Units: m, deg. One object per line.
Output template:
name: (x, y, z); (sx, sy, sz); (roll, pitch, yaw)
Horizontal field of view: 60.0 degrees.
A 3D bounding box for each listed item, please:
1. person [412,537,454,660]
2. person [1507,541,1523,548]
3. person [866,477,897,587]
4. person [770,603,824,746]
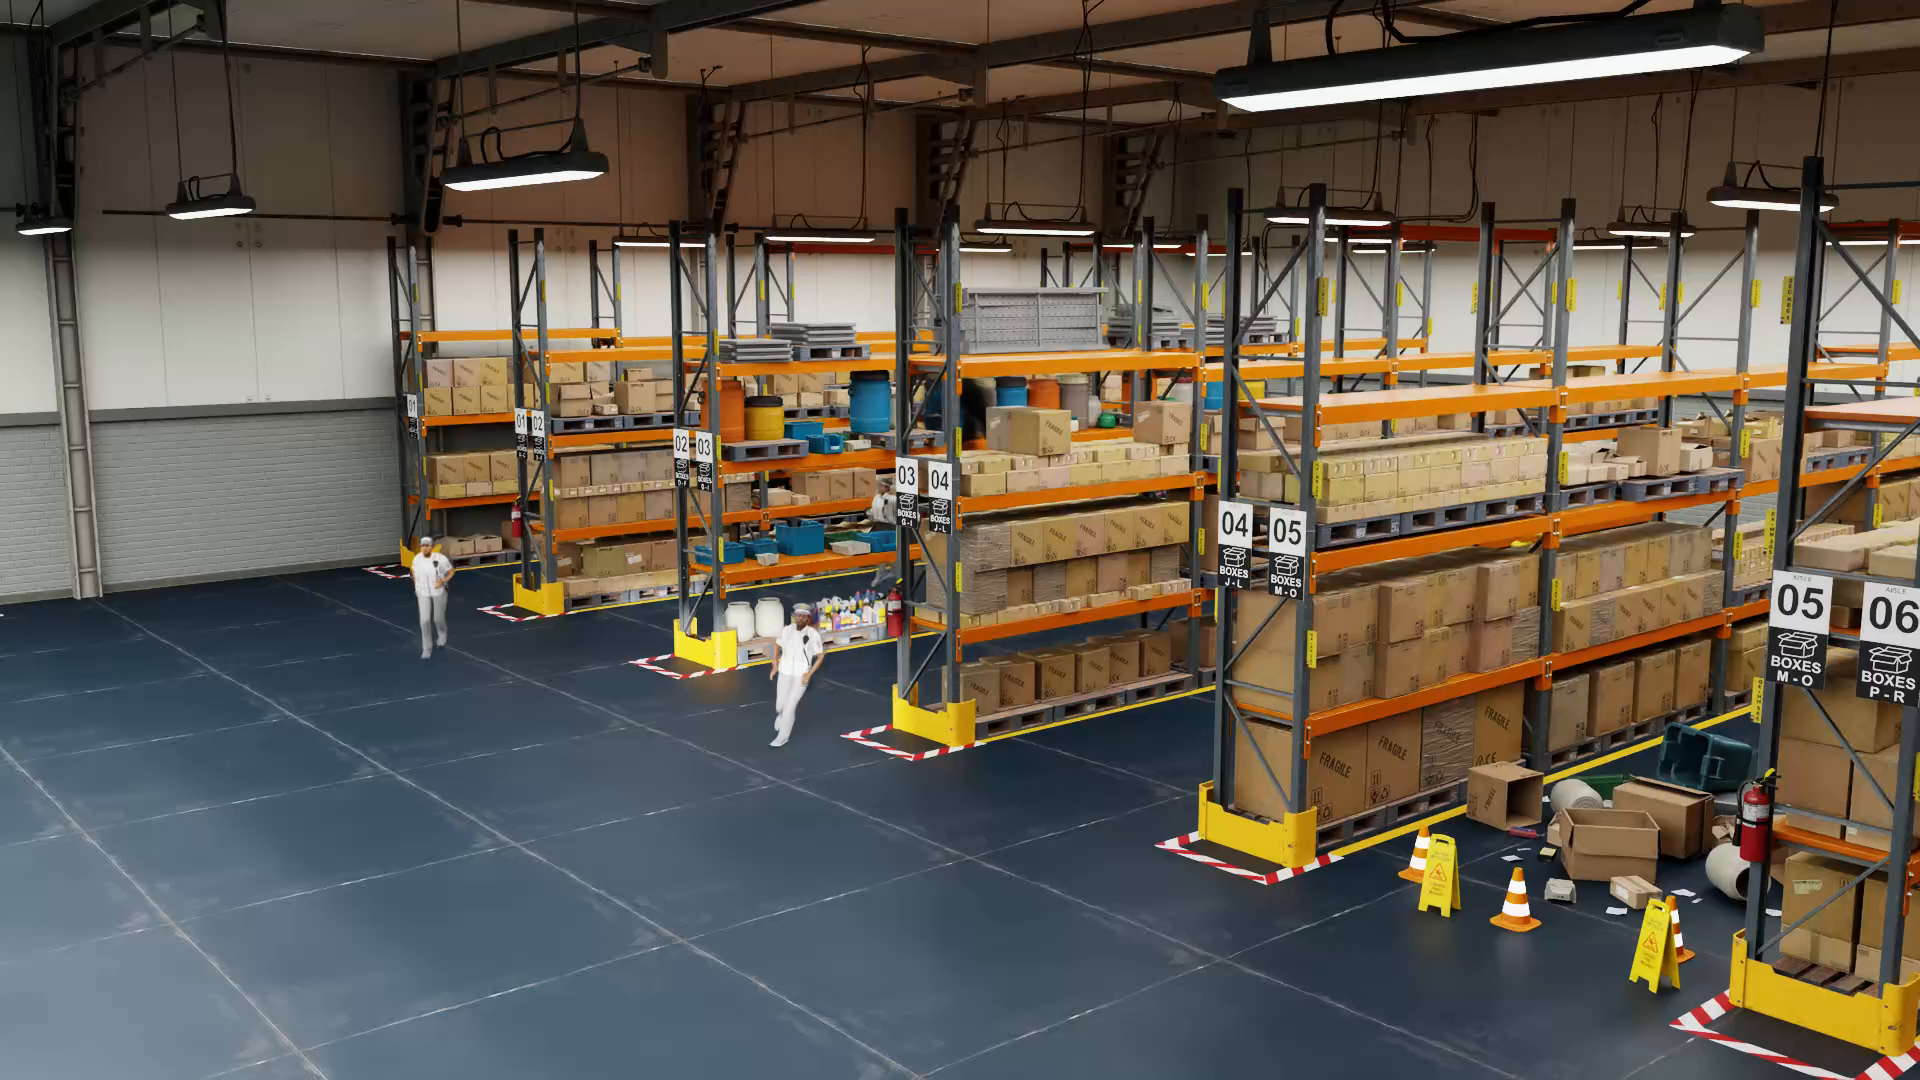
person: (-7.382, 0.780, 23.345); (0.594, 1.705, 0.805); (-1, 9, -6)
person: (7.517, 0.856, 22.586); (0.619, 1.717, 0.707); (-8, 12, -42)
person: (-1.241, -0.148, 27.239); (0.707, 1.763, 0.599); (-8, 12, -44)
person: (-1.837, 1.504, 18.716); (0.612, 1.620, 0.518); (1, 9, 8)
